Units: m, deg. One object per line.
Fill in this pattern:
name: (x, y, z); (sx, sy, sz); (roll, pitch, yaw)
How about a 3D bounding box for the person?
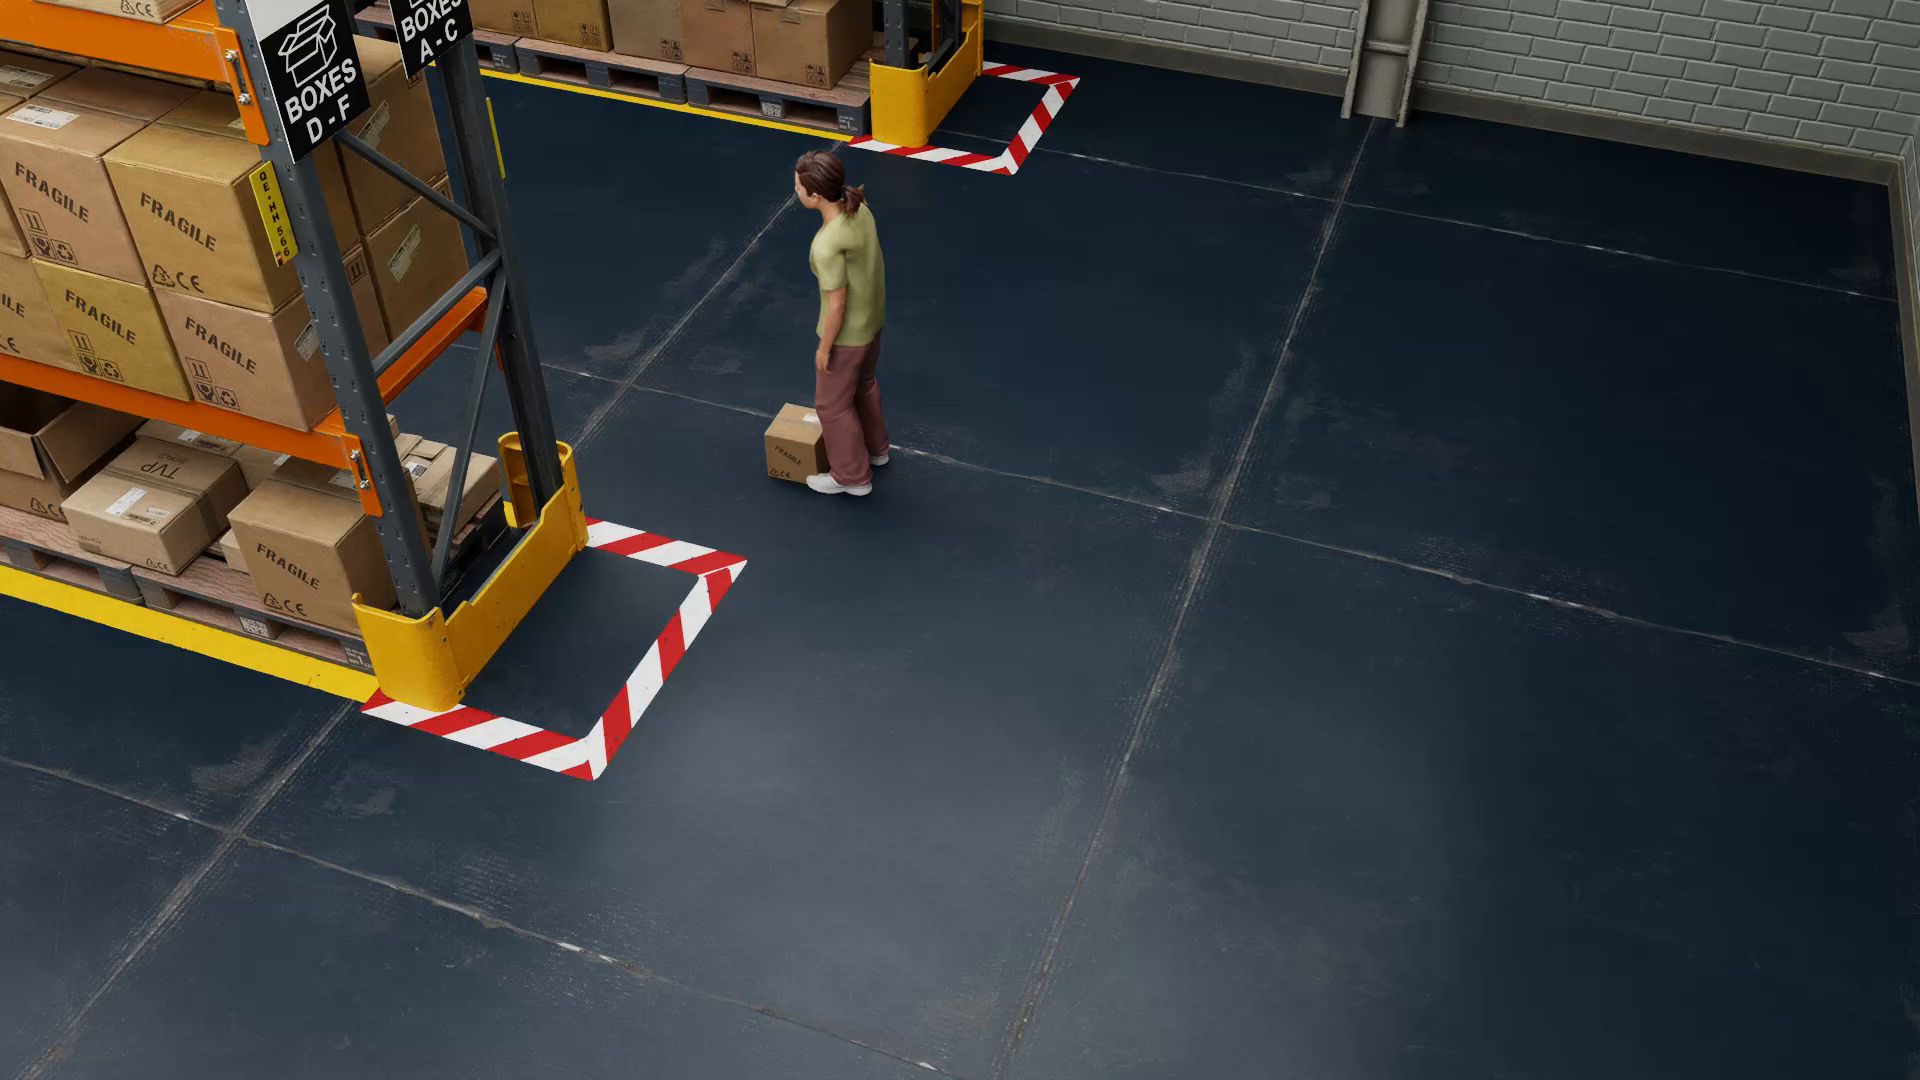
person: (-0.504, -0.921, 7.196); (0.353, 1.672, 0.508); (13, 43, 14)
